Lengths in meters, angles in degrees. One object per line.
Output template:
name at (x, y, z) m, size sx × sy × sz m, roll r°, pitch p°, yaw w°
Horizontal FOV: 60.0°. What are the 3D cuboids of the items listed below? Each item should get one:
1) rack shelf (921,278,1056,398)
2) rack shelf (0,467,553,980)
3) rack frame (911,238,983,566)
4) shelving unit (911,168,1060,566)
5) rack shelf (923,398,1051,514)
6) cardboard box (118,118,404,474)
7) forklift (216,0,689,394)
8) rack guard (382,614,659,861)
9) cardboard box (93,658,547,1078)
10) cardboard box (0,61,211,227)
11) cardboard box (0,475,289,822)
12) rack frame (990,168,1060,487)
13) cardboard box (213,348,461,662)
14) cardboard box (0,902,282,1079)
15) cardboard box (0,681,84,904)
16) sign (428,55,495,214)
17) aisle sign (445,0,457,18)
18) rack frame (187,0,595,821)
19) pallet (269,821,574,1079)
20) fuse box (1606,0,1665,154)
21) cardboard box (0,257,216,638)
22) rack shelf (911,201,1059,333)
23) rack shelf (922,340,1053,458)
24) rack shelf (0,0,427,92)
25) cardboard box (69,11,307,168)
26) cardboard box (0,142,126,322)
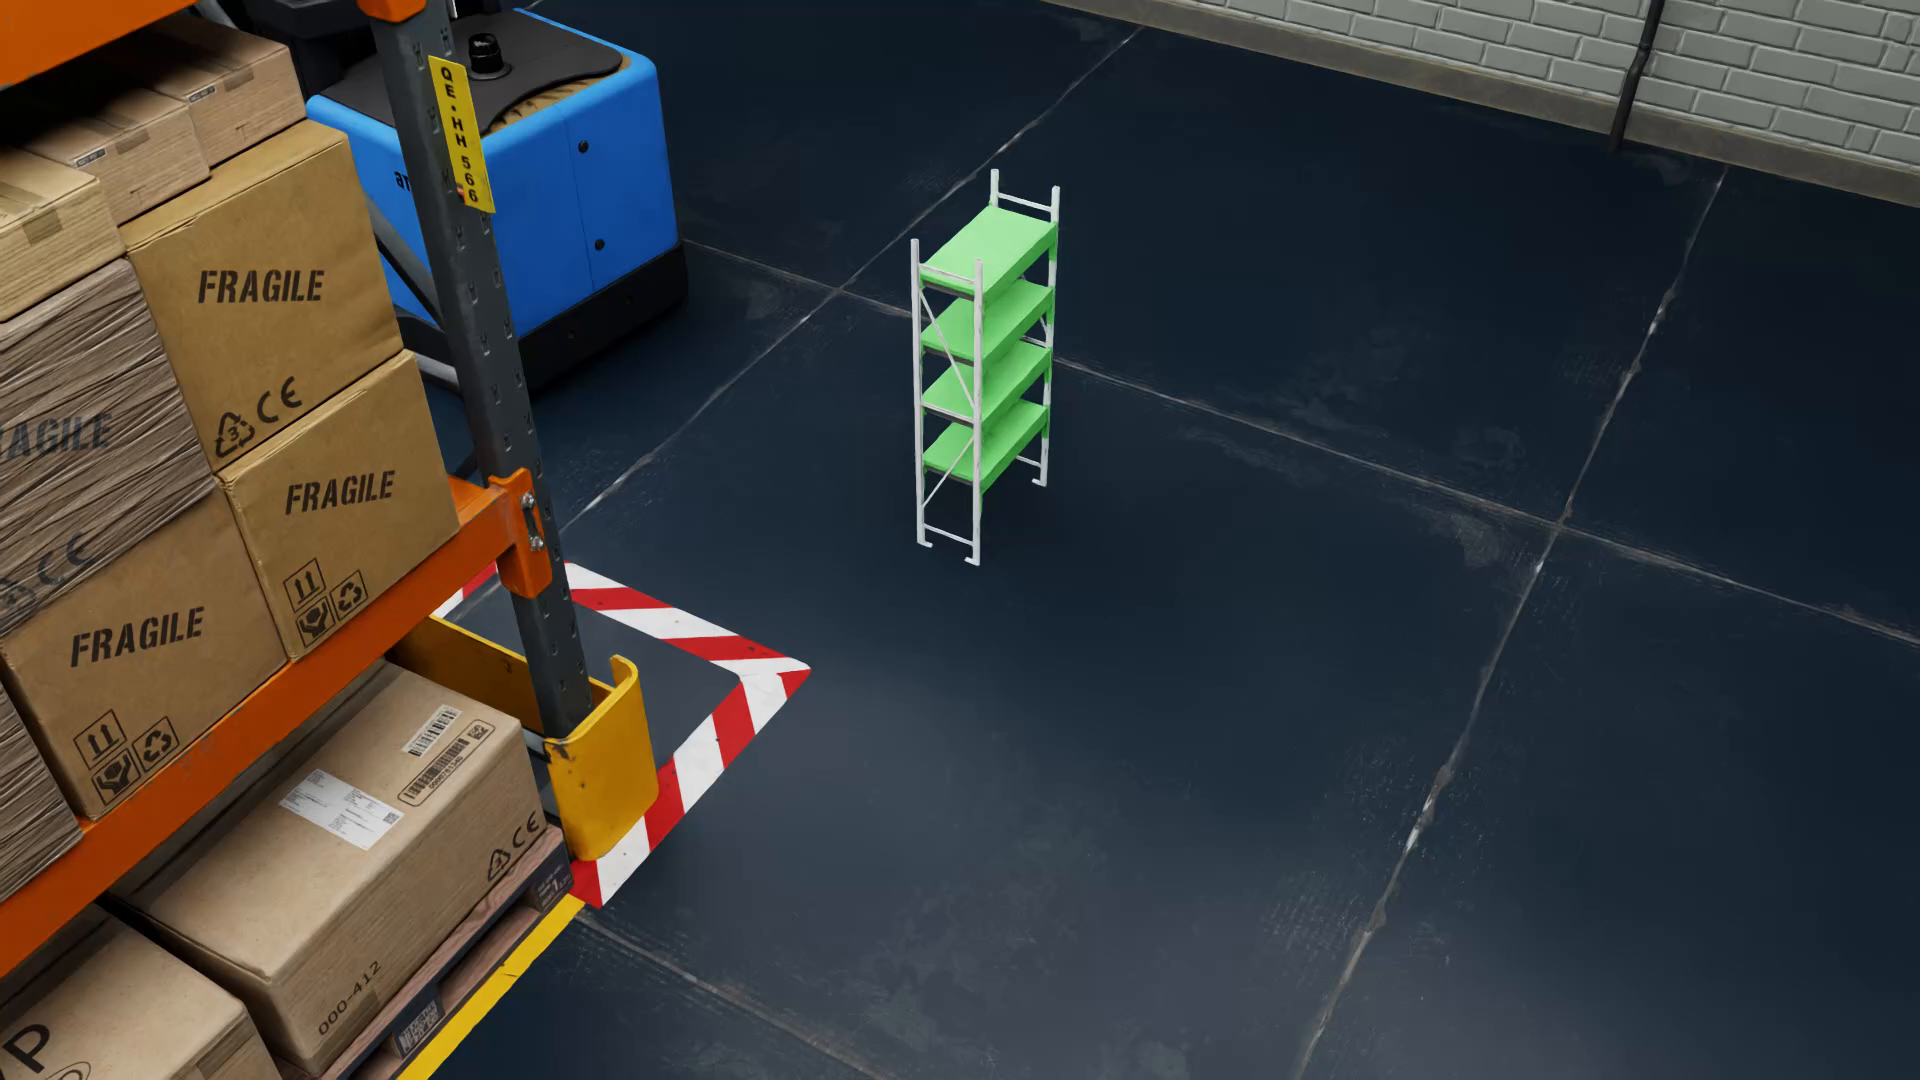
rack shelf at (0.083, -0.677, 5.345) m, size 0.258 × 0.148 × 0.480 m, roll 21°, pitch 45°, yaw 22°
rack shelf at (-2.468, 0.938, 2.959) m, size 1.077 × 0.370 × 4.000 m, roll 21°, pitch 45°, yaw 22°
rack frame at (-0.039, -0.405, 5.302) m, size 0.240 × 1.200 × 0.015 m, roll 21°, pitch 45°, yaw 22°
shelving unit at (0.083, -0.545, 5.461) m, size 0.258 × 1.200 × 0.503 m, roll 21°, pitch 45°, yaw 22°
rack shelf at (0.083, -0.317, 5.662) m, size 0.258 × 0.148 × 0.480 m, roll 21°, pitch 45°, yaw 22°
cardboard box at (-1.502, -0.534, 3.255) m, size 0.500 × 0.500 × 0.500 m, roll 22°, pitch 46°, yaw 23°
forklift at (-2.586, -2.413, 6.272) m, size 3.031 × 2.935 × 1.130 m, roll 27°, pitch 48°, yaw 27°
rack guard at (-1.455, 0.448, 4.863) m, size 1.175 × 0.500 × 0.348 m, roll 21°, pitch 45°, yaw 22°
cardboard box at (-1.710, 0.739, 4.263) m, size 0.875 × 0.438 × 0.875 m, roll 19°, pitch 45°, yaw 21°
cardboard box at (-1.579, -0.708, 2.961) m, size 0.380 × 0.149 × 0.250 m, roll 22°, pitch 46°, yaw 23°
cardboard box at (-1.743, 0.132, 3.255) m, size 0.500 × 0.500 × 0.500 m, roll 20°, pitch 45°, yaw 21°
rack frame at (0.205, -0.685, 5.620) m, size 0.240 × 1.200 × 0.015 m, roll 21°, pitch 45°, yaw 22°
cardboard box at (-1.479, -0.150, 3.575) m, size 0.500 × 0.500 × 0.500 m, roll 21°, pitch 46°, yaw 22°
cardboard box at (-2.161, 1.265, 3.665) m, size 0.875 × 0.438 × 0.875 m, roll 22°, pitch 46°, yaw 23°
cardboard box at (-1.992, 0.430, 2.917) m, size 0.500 × 0.500 × 0.500 m, roll 22°, pitch 46°, yaw 23°
sign at (-1.004, -0.812, 3.347) m, size 0.100 × 0.325 × 0.005 m, roll 21°, pitch 45°, yaw 22°
aisle sign at (-1.162, -1.390, 3.092) m, size 0.394 × 0.787 × 0.004 m, roll 21°, pitch 45°, yaw 22°
rack frame at (-1.467, -0.476, 4.021) m, size 1.000 × 3.000 × 0.127 m, roll 21°, pitch 45°, yaw 22°
pallet at (-1.799, 1.054, 4.394) m, size 1.003 × 0.211 × 1.213 m, roll 21°, pitch 45°, yaw 22°
fuse box at (3.080, -2.449, 7.236) m, size 0.539 × 1.711 × 0.414 m, roll 21°, pitch 45°, yaw 22°
cardboard box at (-1.738, -0.226, 2.904) m, size 0.500 × 0.500 × 0.500 m, roll 21°, pitch 46°, yaw 22°
rack shelf at (0.083, -0.857, 5.186) m, size 0.258 × 0.148 × 0.480 m, roll 21°, pitch 45°, yaw 22°
rack shelf at (0.083, -0.497, 5.503) m, size 0.258 × 0.148 × 0.480 m, roll 21°, pitch 45°, yaw 22°
rack shelf at (-2.468, -0.187, 1.968) m, size 1.077 × 0.370 × 4.000 m, roll 21°, pitch 45°, yaw 22°
cardboard box at (-1.473, -0.861, 3.135) m, size 0.380 × 0.149 × 0.250 m, roll 22°, pitch 46°, yaw 23°
cardboard box at (-1.635, -0.532, 2.761) m, size 0.380 × 0.149 × 0.250 m, roll 20°, pitch 45°, yaw 22°
